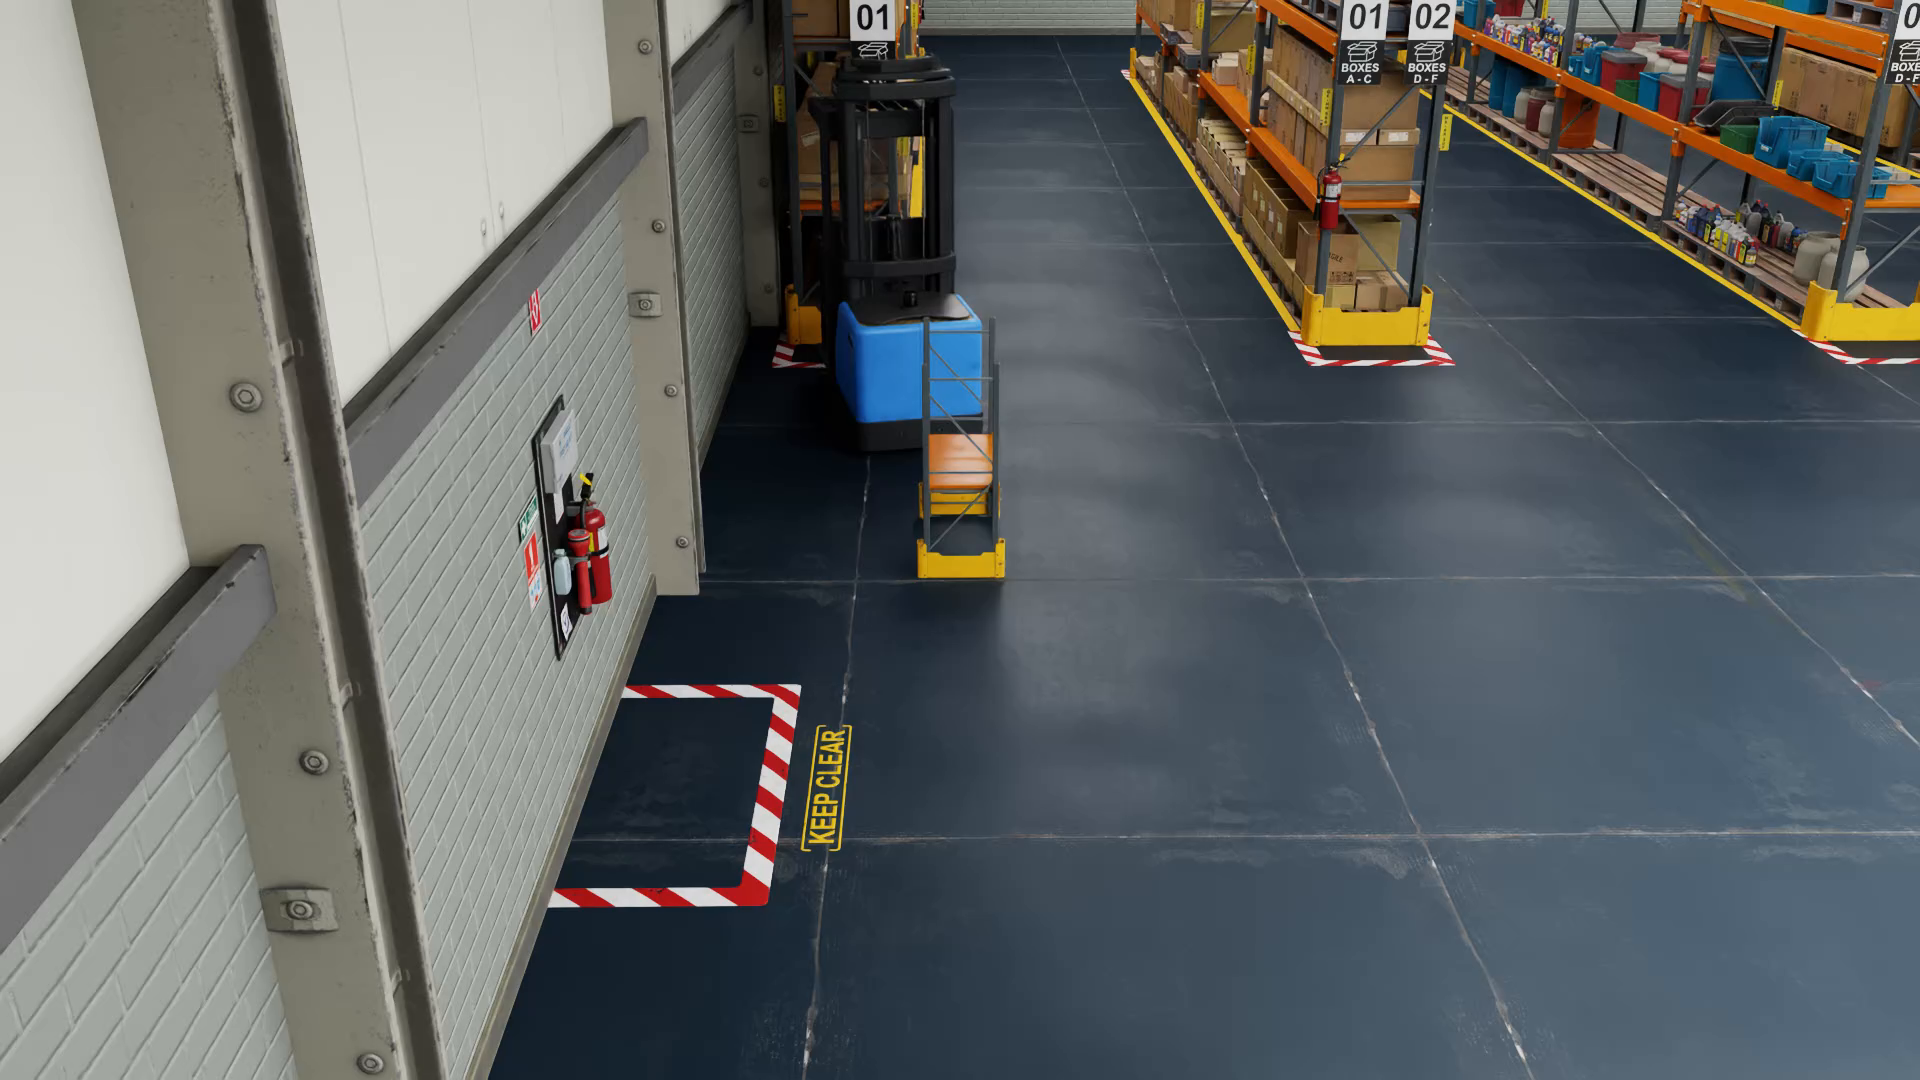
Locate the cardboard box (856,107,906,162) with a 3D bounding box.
[{"bbox_3d":[-0.773,-3.959,16.110,0.500,0.500,0.500,0,24,0],"label":"cardboard box"}]

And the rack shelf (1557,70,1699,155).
[{"bbox_3d":[8.768,-5.464,21.063,1.077,0.370,4.000,0,24,-1],"label":"rack shelf"}]

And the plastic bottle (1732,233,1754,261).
[{"bbox_3d":[8.400,-3.137,17.818,0.152,0.276,0.135,0,24,0],"label":"plastic bottle"}]

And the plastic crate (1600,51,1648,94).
[{"bbox_3d":[8.458,-5.977,21.249,0.402,0.464,0.583,0,24,-1],"label":"plastic crate"}]

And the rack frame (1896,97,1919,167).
[{"bbox_3d":[13.699,-6.638,22.786,1.000,3.000,0.127,0,24,-1],"label":"rack frame"}]

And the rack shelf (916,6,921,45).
[{"bbox_3d":[-1.226,-8.716,28.253,1.077,0.370,4.000,0,24,-1],"label":"rack shelf"}]

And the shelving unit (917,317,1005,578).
[{"bbox_3d":[0.001,-0.652,11.371,0.587,1.500,1.083,0,24,-1],"label":"shelving unit"}]

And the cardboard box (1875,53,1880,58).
[{"bbox_3d":[13.446,-7.091,23.667,0.500,0.500,0.500,0,24,-1],"label":"cardboard box"}]

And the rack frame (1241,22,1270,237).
[{"bbox_3d":[3.837,-4.946,19.047,1.000,3.000,0.127,0,24,-1],"label":"rack frame"}]

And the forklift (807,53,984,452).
[{"bbox_3d":[-0.644,-2.612,13.968,1.130,2.935,3.031,-5,25,-12],"label":"forklift"}]

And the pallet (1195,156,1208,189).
[{"bbox_3d":[3.763,-4.985,22.515,1.003,0.211,1.213,0,24,-1],"label":"pallet"}]

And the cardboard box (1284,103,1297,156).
[{"bbox_3d":[3.862,-4.385,17.684,0.700,0.500,0.500,0,24,0],"label":"cardboard box"}]

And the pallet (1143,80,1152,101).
[{"bbox_3d":[3.727,-7.759,28.650,1.003,0.211,1.213,0,24,-1],"label":"pallet"}]

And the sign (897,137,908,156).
[{"bbox_3d":[-0.530,-3.671,15.177,0.100,0.325,0.005,0,24,-1],"label":"sign"}]

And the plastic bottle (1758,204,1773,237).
[{"bbox_3d":[9.087,-3.618,18.789,0.144,0.351,0.185,-1,24,-3],"label":"plastic bottle"}]

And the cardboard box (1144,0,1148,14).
[{"bbox_3d":[3.461,-9.333,28.625,0.500,0.500,0.500,0,24,-1],"label":"cardboard box"}]

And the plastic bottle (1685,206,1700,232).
[{"bbox_3d":[8.386,-3.660,18.974,0.152,0.276,0.135,1,24,1],"label":"plastic bottle"}]

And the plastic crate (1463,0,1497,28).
[{"bbox_3d":[8.356,-8.475,26.794,0.392,0.384,0.575,0,24,-1],"label":"plastic crate"}]

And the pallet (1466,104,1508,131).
[{"bbox_3d":[8.669,-6.675,26.253,1.003,0.211,1.213,0,24,-1],"label":"pallet"}]

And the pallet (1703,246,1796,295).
[{"bbox_3d":[8.772,-2.916,17.941,1.003,0.211,1.213,0,24,-1],"label":"pallet"}]

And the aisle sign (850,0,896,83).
[{"bbox_3d":[-0.772,-4.431,14.752,0.394,0.787,0.004,0,24,-1],"label":"aisle sign"}]

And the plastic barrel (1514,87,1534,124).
[{"bbox_3d":[8.616,-6.572,25.151,0.421,0.512,0.421,0,24,0],"label":"plastic barrel"}]

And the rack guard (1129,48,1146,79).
[{"bbox_3d":[3.707,-8.721,30.426,1.175,0.500,0.348,0,24,-1],"label":"rack guard"}]

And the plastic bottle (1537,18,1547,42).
[{"bbox_3d":[8.898,-7.787,25.388,0.144,0.351,0.185,0,24,-1],"label":"plastic bottle"}]

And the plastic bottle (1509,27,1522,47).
[{"bbox_3d":[8.339,-7.538,24.927,0.152,0.276,0.135,0,24,-1],"label":"plastic bottle"}]

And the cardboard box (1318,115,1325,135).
[{"bbox_3d":[3.679,-4.009,16.066,0.380,0.149,0.250,-1,24,-1],"label":"cardboard box"}]

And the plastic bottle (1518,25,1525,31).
[{"bbox_3d":[8.489,-7.634,25.139,0.152,0.276,0.135,0,24,-1],"label":"plastic bottle"}]

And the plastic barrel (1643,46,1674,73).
[{"bbox_3d":[8.976,-6.070,21.395,0.421,0.512,0.421,0,24,0],"label":"plastic barrel"}]

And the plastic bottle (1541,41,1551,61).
[{"bbox_3d":[8.328,-6.945,23.621,0.097,0.271,0.097,0,24,0],"label":"plastic bottle"}]

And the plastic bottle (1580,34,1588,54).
[{"bbox_3d":[9.098,-7.218,24.212,0.061,0.283,0.133,0,24,-1],"label":"plastic bottle"}]

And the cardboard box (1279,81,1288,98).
[{"bbox_3d":[3.658,-4.858,17.943,0.380,0.149,0.250,0,24,-1],"label":"cardboard box"}]

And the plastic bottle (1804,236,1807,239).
[{"bbox_3d":[9.122,-3.166,17.887,0.097,0.271,0.097,0,24,0],"label":"plastic bottle"}]

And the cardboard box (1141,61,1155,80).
[{"bbox_3d":[3.439,-8.201,29.047,0.500,0.250,0.500,0,24,-1],"label":"cardboard box"}]

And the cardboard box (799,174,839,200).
[{"bbox_3d":[-1.272,-3.407,15.801,0.500,0.250,0.500,0,24,0],"label":"cardboard box"}]

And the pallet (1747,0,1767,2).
[{"bbox_3d":[8.895,-5.951,17.857,1.213,0.211,1.003,0,24,-1],"label":"pallet"}]

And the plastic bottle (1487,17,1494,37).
[{"bbox_3d":[8.281,-8.003,25.946,0.061,0.283,0.133,0,24,-1],"label":"plastic bottle"}]

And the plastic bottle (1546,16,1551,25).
[{"bbox_3d":[9.040,-7.864,25.557,0.144,0.351,0.185,0,24,-1],"label":"plastic bottle"}]

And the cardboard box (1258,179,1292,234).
[{"bbox_3d":[3.540,-3.622,18.036,0.500,0.500,0.500,0,24,-1],"label":"cardboard box"}]

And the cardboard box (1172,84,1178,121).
[{"bbox_3d":[3.526,-6.678,25.376,0.500,0.500,0.500,0,24,0],"label":"cardboard box"}]

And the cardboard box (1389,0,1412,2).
[{"bbox_3d":[3.878,-5.204,15.171,0.797,0.503,0.637,1,24,3],"label":"cardboard box"}]

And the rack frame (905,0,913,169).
[{"bbox_3d":[-1.160,-6.571,22.639,1.000,3.000,0.127,0,24,-1],"label":"rack frame"}]

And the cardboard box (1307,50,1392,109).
[{"bbox_3d":[3.870,-4.574,16.527,0.700,0.500,0.500,0,24,0],"label":"cardboard box"}]

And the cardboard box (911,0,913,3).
[{"bbox_3d":[-0.908,-7.303,22.840,0.500,0.250,0.500,0,24,1],"label":"cardboard box"}]

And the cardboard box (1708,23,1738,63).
[{"bbox_3d":[13.709,-8.519,29.015,0.875,0.875,0.875,0,24,-1],"label":"cardboard box"}]

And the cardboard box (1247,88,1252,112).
[{"bbox_3d":[3.644,-5.247,19.874,0.396,0.266,0.258,-1,24,-2],"label":"cardboard box"}]

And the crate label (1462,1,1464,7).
[{"bbox_3d":[8.865,-9.250,28.809,0.396,0.136,0.243,0,24,-1],"label":"crate label"}]

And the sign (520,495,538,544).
[{"bbox_3d":[-1.980,-0.099,7.644,0.001,0.109,0.331,0,24,-1],"label":"sign"}]

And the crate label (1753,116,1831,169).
[{"bbox_3d":[8.543,-4.092,17.115,0.502,0.435,0.616,0,24,-1],"label":"crate label"}]

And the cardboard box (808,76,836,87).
[{"bbox_3d":[-1.319,-4.592,17.511,0.500,0.500,0.500,0,24,1],"label":"cardboard box"}]

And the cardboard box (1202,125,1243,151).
[{"bbox_3d":[3.519,-5.355,22.097,0.500,0.311,0.500,-1,24,-2],"label":"cardboard box"}]

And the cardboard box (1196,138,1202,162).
[{"bbox_3d":[3.505,-5.316,22.691,0.500,0.250,0.500,0,24,-1],"label":"cardboard box"}]

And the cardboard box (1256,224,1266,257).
[{"bbox_3d":[3.539,-3.280,18.190,0.500,0.250,0.500,0,24,-1],"label":"cardboard box"}]

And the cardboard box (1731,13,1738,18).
[{"bbox_3d":[13.308,-8.930,28.160,0.380,0.149,0.250,0,24,0],"label":"cardboard box"}]
